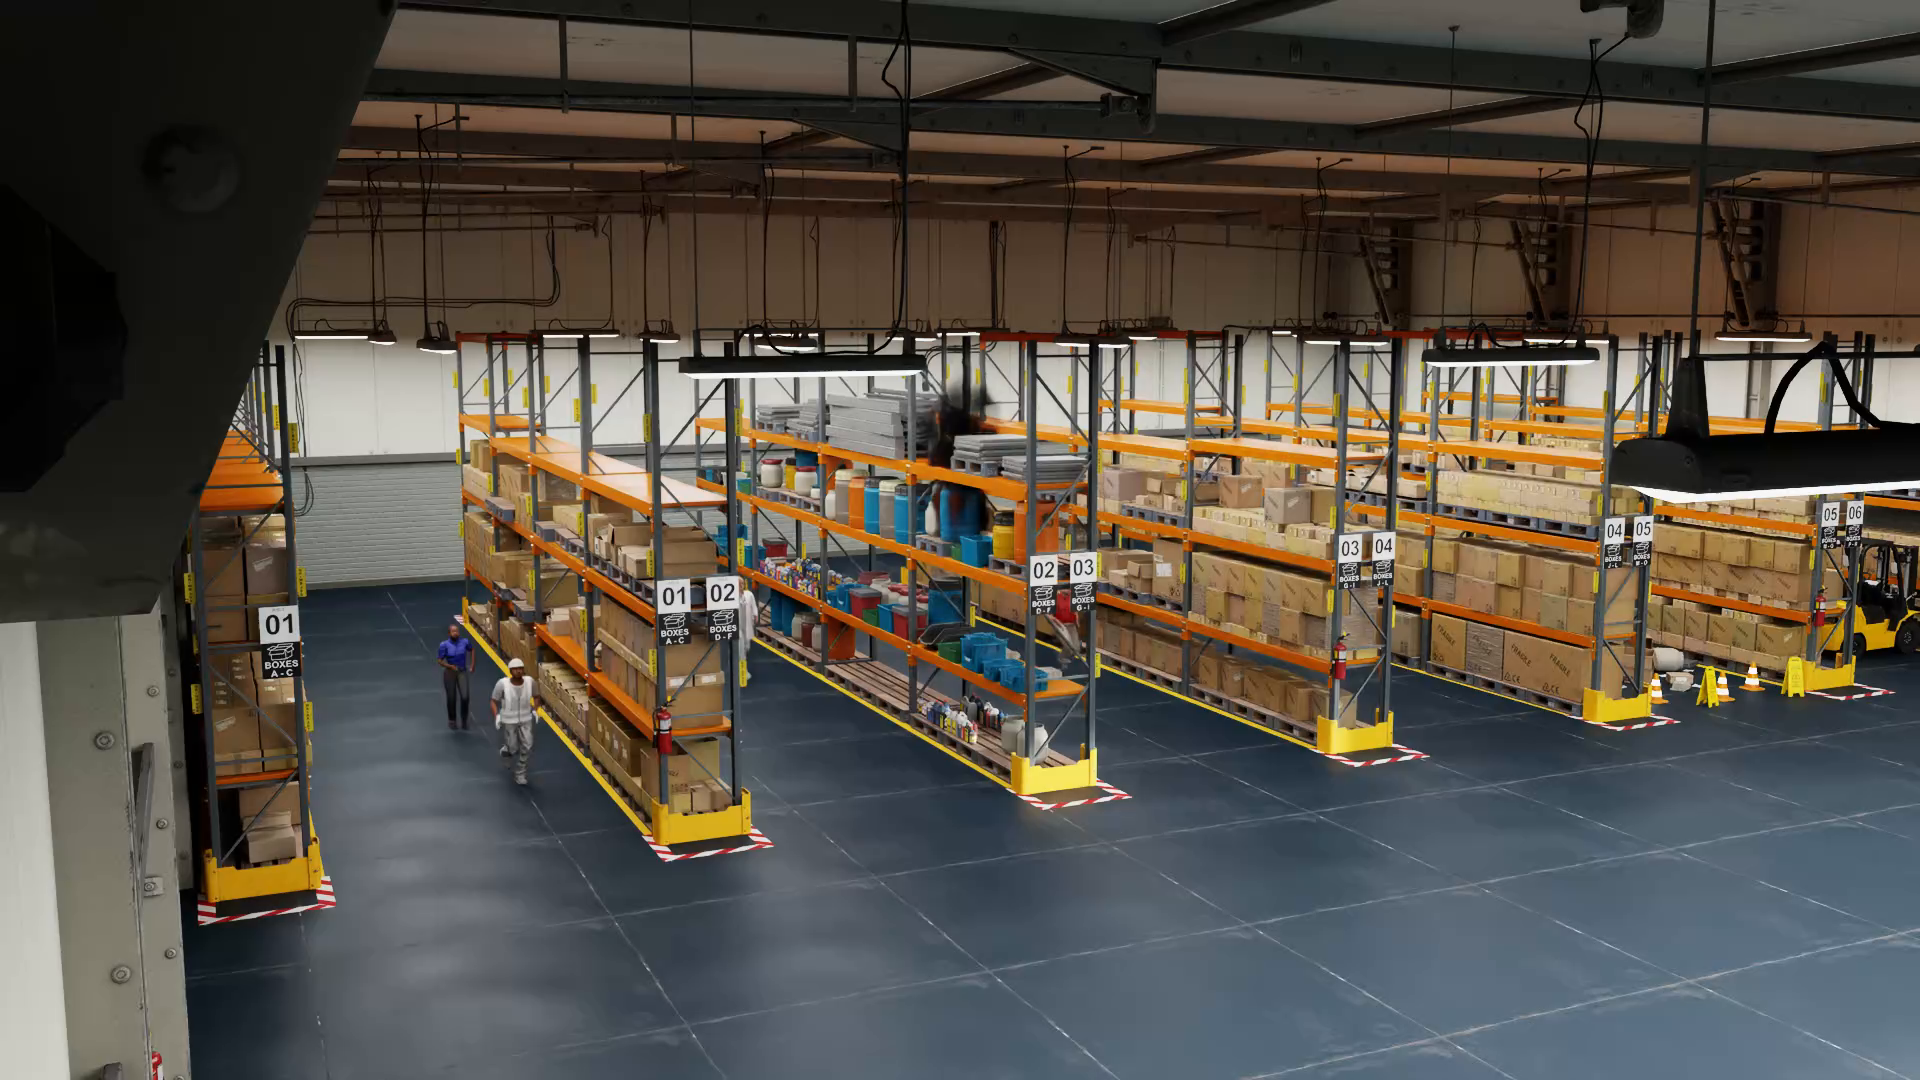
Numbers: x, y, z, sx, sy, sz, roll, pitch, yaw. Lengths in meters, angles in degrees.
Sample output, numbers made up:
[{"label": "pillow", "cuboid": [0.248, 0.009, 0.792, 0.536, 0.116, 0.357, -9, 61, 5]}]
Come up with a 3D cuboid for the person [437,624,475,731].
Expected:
[{"label": "person", "cuboid": [-7.684, 2.120, 25.437, 0.590, 1.682, 0.695, -4, 9, -25]}]

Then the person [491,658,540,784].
[{"label": "person", "cuboid": [-6.033, 2.440, 22.619, 0.668, 1.728, 0.639, -4, 9, -28]}]

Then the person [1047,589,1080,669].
[{"label": "person", "cuboid": [1.839, 1.515, 29.050, 0.660, 1.613, 0.699, -3, 8, -24]}]

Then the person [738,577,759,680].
[{"label": "person", "cuboid": [-3.901, 1.527, 29.335, 0.711, 1.769, 0.899, -4, 9, -30]}]
